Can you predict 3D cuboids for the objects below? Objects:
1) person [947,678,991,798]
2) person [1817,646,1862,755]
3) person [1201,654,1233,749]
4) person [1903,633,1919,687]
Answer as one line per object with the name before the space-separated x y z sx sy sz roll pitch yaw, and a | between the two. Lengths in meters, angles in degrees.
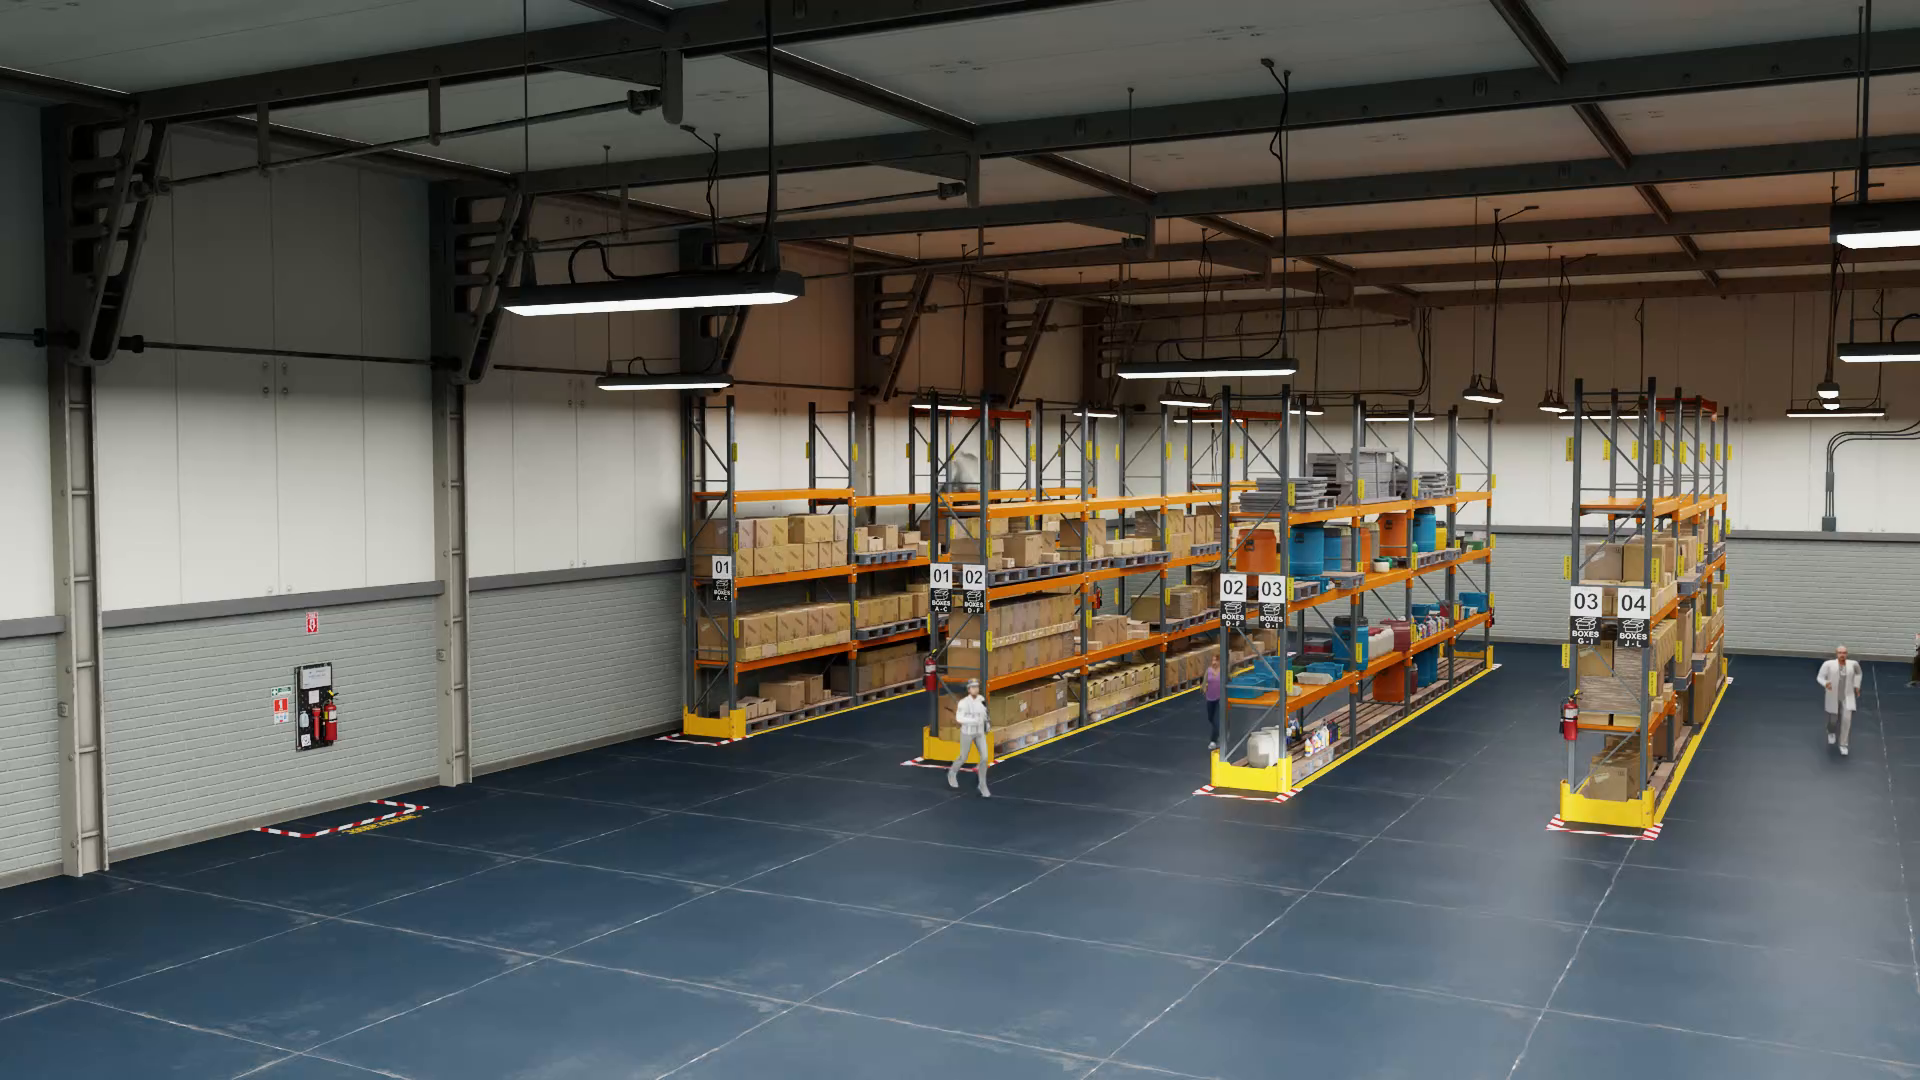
person | 0.166 2.872 24.442 0.622 1.734 0.889 -2 3 -28
person | 14.717 2.644 27.832 0.685 1.771 1.042 1 3 22
person | 4.383 2.732 28.334 0.547 1.584 0.759 1 3 25
person | 20.563 2.288 35.155 0.994 1.792 0.737 1 3 21
